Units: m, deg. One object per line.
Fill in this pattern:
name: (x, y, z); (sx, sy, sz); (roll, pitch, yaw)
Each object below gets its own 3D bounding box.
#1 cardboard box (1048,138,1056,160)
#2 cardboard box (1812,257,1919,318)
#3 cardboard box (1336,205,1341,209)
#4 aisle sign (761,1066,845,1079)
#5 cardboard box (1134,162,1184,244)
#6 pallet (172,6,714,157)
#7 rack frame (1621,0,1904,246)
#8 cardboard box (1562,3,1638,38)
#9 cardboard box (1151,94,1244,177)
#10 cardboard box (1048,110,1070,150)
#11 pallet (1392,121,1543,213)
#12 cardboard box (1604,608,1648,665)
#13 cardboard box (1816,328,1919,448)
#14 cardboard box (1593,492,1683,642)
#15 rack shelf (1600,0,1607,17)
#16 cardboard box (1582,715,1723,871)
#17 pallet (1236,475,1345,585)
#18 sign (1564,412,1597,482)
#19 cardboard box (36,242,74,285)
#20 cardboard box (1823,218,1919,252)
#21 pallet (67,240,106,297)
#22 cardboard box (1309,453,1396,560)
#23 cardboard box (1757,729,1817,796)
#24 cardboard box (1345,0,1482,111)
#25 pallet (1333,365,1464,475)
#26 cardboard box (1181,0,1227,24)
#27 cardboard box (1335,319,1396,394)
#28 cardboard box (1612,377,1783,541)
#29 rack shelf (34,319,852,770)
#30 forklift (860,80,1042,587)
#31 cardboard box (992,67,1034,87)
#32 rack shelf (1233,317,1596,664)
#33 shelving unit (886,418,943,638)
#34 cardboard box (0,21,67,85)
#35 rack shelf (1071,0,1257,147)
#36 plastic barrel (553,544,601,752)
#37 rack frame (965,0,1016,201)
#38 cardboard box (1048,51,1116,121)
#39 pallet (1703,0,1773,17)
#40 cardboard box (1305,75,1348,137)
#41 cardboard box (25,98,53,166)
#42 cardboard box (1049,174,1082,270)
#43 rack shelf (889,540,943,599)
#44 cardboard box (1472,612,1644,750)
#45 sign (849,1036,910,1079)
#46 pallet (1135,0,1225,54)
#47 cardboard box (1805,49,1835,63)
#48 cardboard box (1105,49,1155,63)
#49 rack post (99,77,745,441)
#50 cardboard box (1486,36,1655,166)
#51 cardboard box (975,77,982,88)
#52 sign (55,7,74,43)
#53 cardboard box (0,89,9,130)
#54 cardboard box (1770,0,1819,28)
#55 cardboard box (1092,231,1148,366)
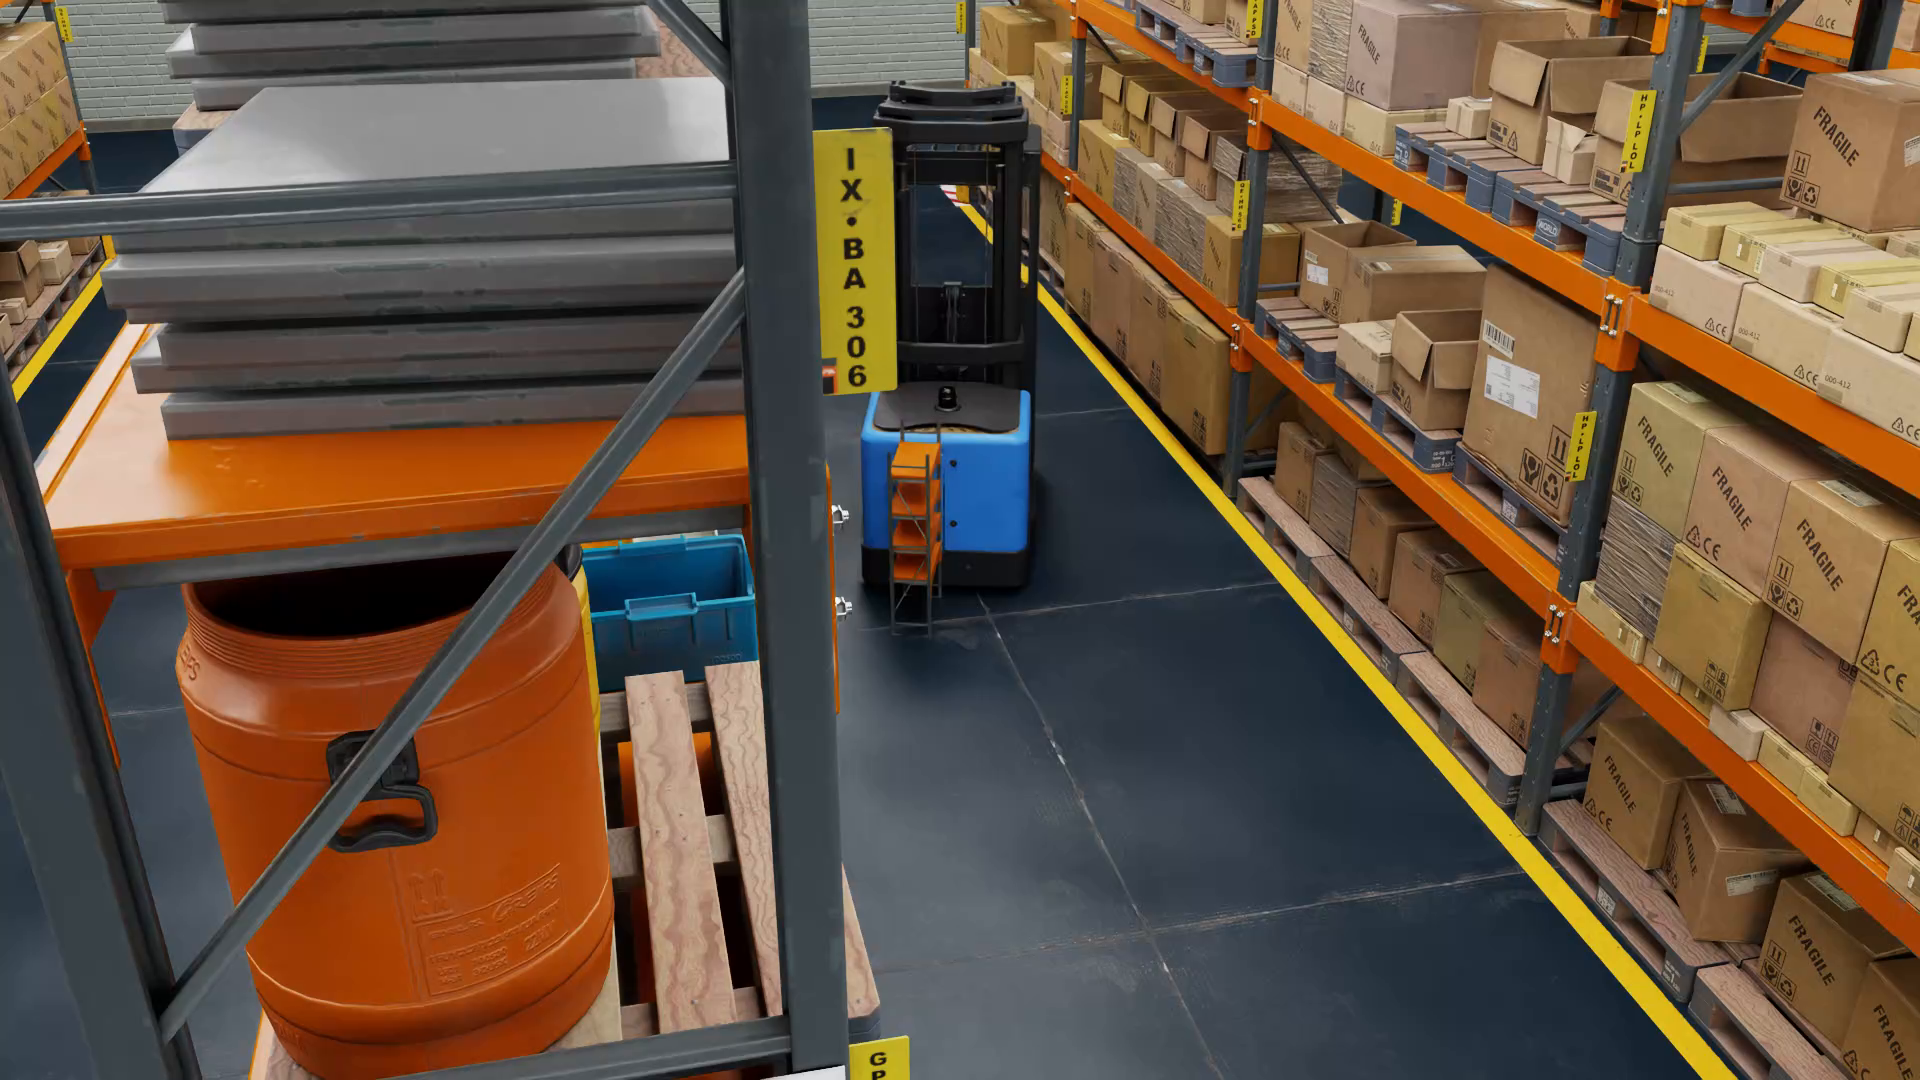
cardboard box: (1.011, -3.562, 15.104); (0.380, 0.149, 0.250); (-5, 27, -11)
cardboard box: (3.297, -0.890, 5.926); (0.380, 0.149, 0.250); (-5, 27, -10)
cardboard box: (2.395, -2.217, 12.048); (0.500, 0.500, 0.500); (-7, 28, -13)
aisle sign: (-0.363, 1.152, 2.601); (0.394, 0.787, 0.004); (-6, 27, -12)
cardboard box: (1.665, -2.611, 12.830); (0.500, 0.500, 0.500); (-5, 27, -11)
pallet: (-1.075, -0.965, 3.676); (1.003, 0.211, 1.213); (-6, 27, -12)
rack frame: (3.260, -2.627, 6.314); (1.000, 3.000, 0.127); (-6, 27, -12)
cardboard box: (5.943, -4.723, 15.574); (0.500, 0.500, 0.500); (-7, 28, -13)
cardboard box: (1.908, -3.100, 12.685); (0.797, 0.503, 0.637); (-5, 27, -10)
cardboard box: (1.102, -3.694, 14.922); (0.500, 0.250, 0.500); (-6, 27, -13)
pallet: (2.988, -1.941, 8.492); (1.213, 0.211, 1.003); (-6, 27, -12)
cardboard box: (3.059, 0.399, 7.255); (0.380, 0.149, 0.250); (-6, 27, -12)
cardboard box: (3.337, -0.546, 5.688); (0.500, 0.250, 0.500); (-7, 28, -14)
cardboard box: (3.301, 0.078, 7.173); (0.875, 0.500, 0.500); (-6, 27, -12)
rack shelf: (5.861, -5.816, 16.760); (1.077, 0.370, 4.000); (-6, 27, -12)
cardboard box: (3.311, 1.159, 7.779); (0.500, 0.500, 0.500); (-7, 28, -13)
pallet: (2.533, -0.117, 11.093); (1.003, 0.211, 1.213); (-6, 27, -12)
sign: (2.720, -0.408, 7.290); (0.100, 0.325, 0.005); (-6, 27, -12)
cardboard box: (-8.550, -2.548, 15.378); (0.500, 0.250, 0.500); (-6, 27, -12)
cardboard box: (3.586, -1.159, 6.459); (0.380, 0.149, 0.250); (-6, 27, -11)
pallet: (-8.899, -2.584, 15.982); (1.003, 0.211, 1.213); (-6, 27, -12)
cardboard box: (2.666, -0.251, 10.551); (0.700, 0.500, 0.500); (-8, 28, -16)
cardboard box: (3.321, 0.835, 6.393); (0.380, 0.149, 0.250); (-6, 27, -12)
cardboard box: (2.444, -2.636, 8.996); (0.500, 0.500, 0.500); (-7, 28, -13)
pallet: (2.844, -0.754, 9.475); (1.003, 0.211, 1.213); (-6, 27, -12)
cardboard box: (1.870, -3.906, 11.601); (0.500, 0.500, 0.500); (-5, 27, -9)
cardboard box: (2.512, -1.066, 9.580); (0.500, 0.250, 0.500); (-7, 28, -13)
cardboard box: (3.113, -0.349, 6.909); (0.500, 0.500, 0.500); (-6, 27, -12)
rack shelf: (-1.115, -0.746, 3.830); (1.077, 0.370, 4.000); (-6, 27, -12)
forklift: (-0.024, -1.642, 11.098); (1.130, 2.935, 3.031); (1, 27, 2)
cardboard box: (0.634, -4.596, 16.710); (0.500, 0.250, 0.500); (-7, 28, -13)
rack shelf: (2.809, -0.506, 9.568); (1.077, 0.370, 4.000); (-6, 27, -12)
shelving unit: (-0.263, -0.068, 9.892); (0.258, 1.200, 0.503); (3, 28, 6)
cardboard box: (-8.729, -4.536, 15.534); (0.500, 0.500, 0.500); (-6, 27, -12)
rack shelf: (1.908, -3.601, 12.371); (1.077, 0.370, 4.000); (-6, 27, -12)
plastic barrel: (-1.045, 0.212, 3.344); (0.600, 0.588, 0.600); (0, 27, 0)
rack frame: (0.555, -5.217, 18.103); (1.000, 3.000, 0.127); (-6, 27, -12)
cardboard box: (1.093, -4.036, 14.768); (0.500, 0.500, 0.500); (-5, 27, -10)
pallet: (6.584, -4.438, 13.441); (1.213, 0.211, 1.003); (-6, 27, -12)
cardboard box: (2.331, -2.519, 9.596); (0.500, 0.250, 0.500); (-5, 27, -10)
cardboard box: (-8.503, -3.641, 14.871); (0.500, 0.500, 0.500); (-6, 27, -11)
cardboard box: (1.386, -2.998, 15.598); (0.875, 0.875, 0.875); (-6, 27, -12)
rack shelf: (-0.263, 0.168, 10.014); (0.258, 0.148, 0.480); (3, 28, 6)
cardboard box: (3.142, 0.699, 8.668); (0.700, 0.500, 0.500); (-8, 28, -16)
sign: (-0.127, 0.913, 2.619); (0.100, 0.325, 0.005); (-6, 27, -12)
pallet: (1.907, -3.727, 12.033); (1.003, 0.211, 1.213); (-5, 27, -9)
cardboard box: (10.180, -5.809, 19.165); (0.500, 0.500, 0.500); (-6, 27, -12)
cardboard box: (1.598, -4.098, 14.890); (0.500, 0.500, 0.500); (-6, 27, -12)
rack post: (-0.711, -0.490, 2.634); (0.937, 0.300, 0.954); (-3, 27, -6)
cardboard box: (3.037, -2.151, 8.120); (0.797, 0.503, 0.637); (-5, 27, -9)
cardboard box: (0.373, -4.803, 17.562); (0.380, 0.149, 0.250); (-6, 27, -12)
sign: (-8.552, -4.918, 15.876); (0.100, 0.325, 0.005); (-6, 27, -12)
cardboard box: (-8.260, -3.635, 13.749); (0.500, 0.500, 0.500); (-7, 28, -13)
cardboard box: (6.603, -4.211, 12.670); (0.500, 0.500, 0.500); (-6, 27, -12)
cardboard box: (1.823, -2.029, 13.679); (1.225, 0.875, 0.875); (-7, 28, -13)
